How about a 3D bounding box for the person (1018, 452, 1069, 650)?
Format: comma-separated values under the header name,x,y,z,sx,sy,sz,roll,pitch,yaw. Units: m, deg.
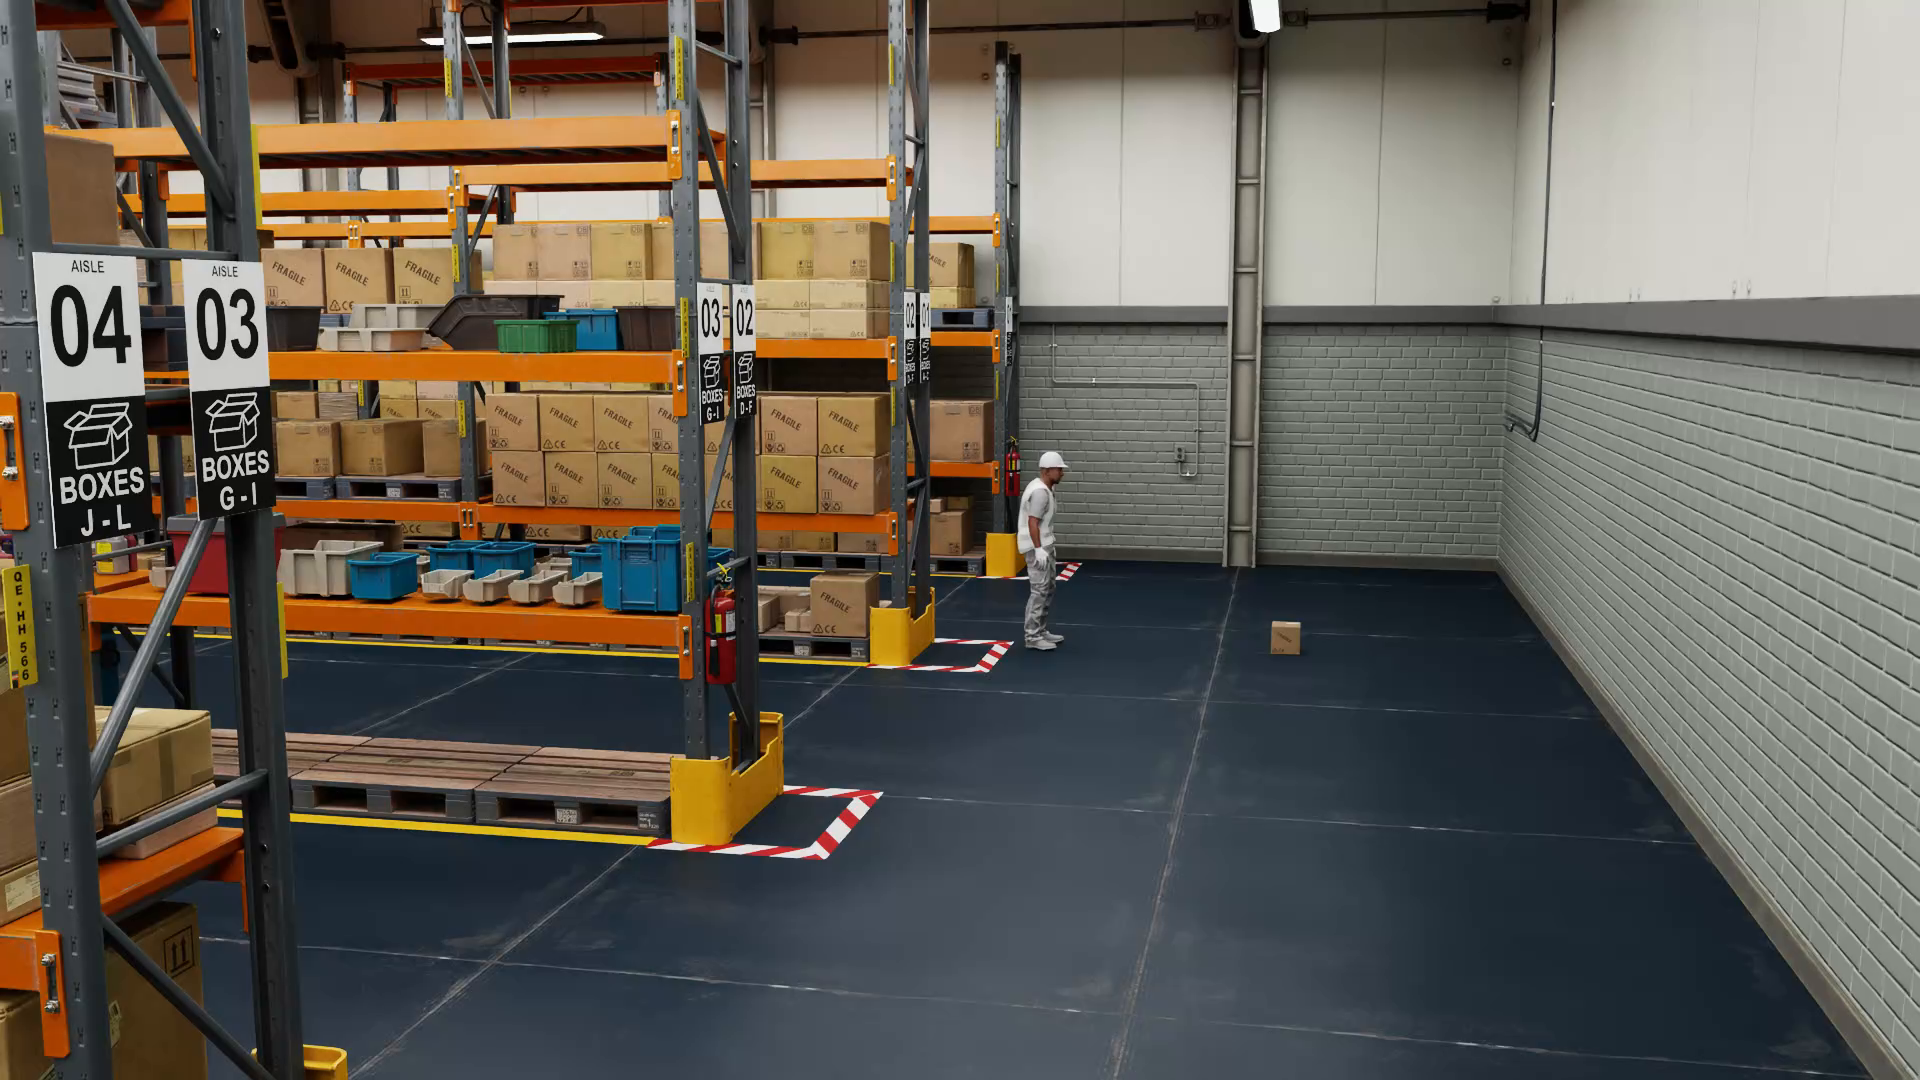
name,x,y,z,sx,sy,sz,roll,pitch,yaw
person,0.759,0.084,15.166,0.451,1.773,0.625,2,8,12
